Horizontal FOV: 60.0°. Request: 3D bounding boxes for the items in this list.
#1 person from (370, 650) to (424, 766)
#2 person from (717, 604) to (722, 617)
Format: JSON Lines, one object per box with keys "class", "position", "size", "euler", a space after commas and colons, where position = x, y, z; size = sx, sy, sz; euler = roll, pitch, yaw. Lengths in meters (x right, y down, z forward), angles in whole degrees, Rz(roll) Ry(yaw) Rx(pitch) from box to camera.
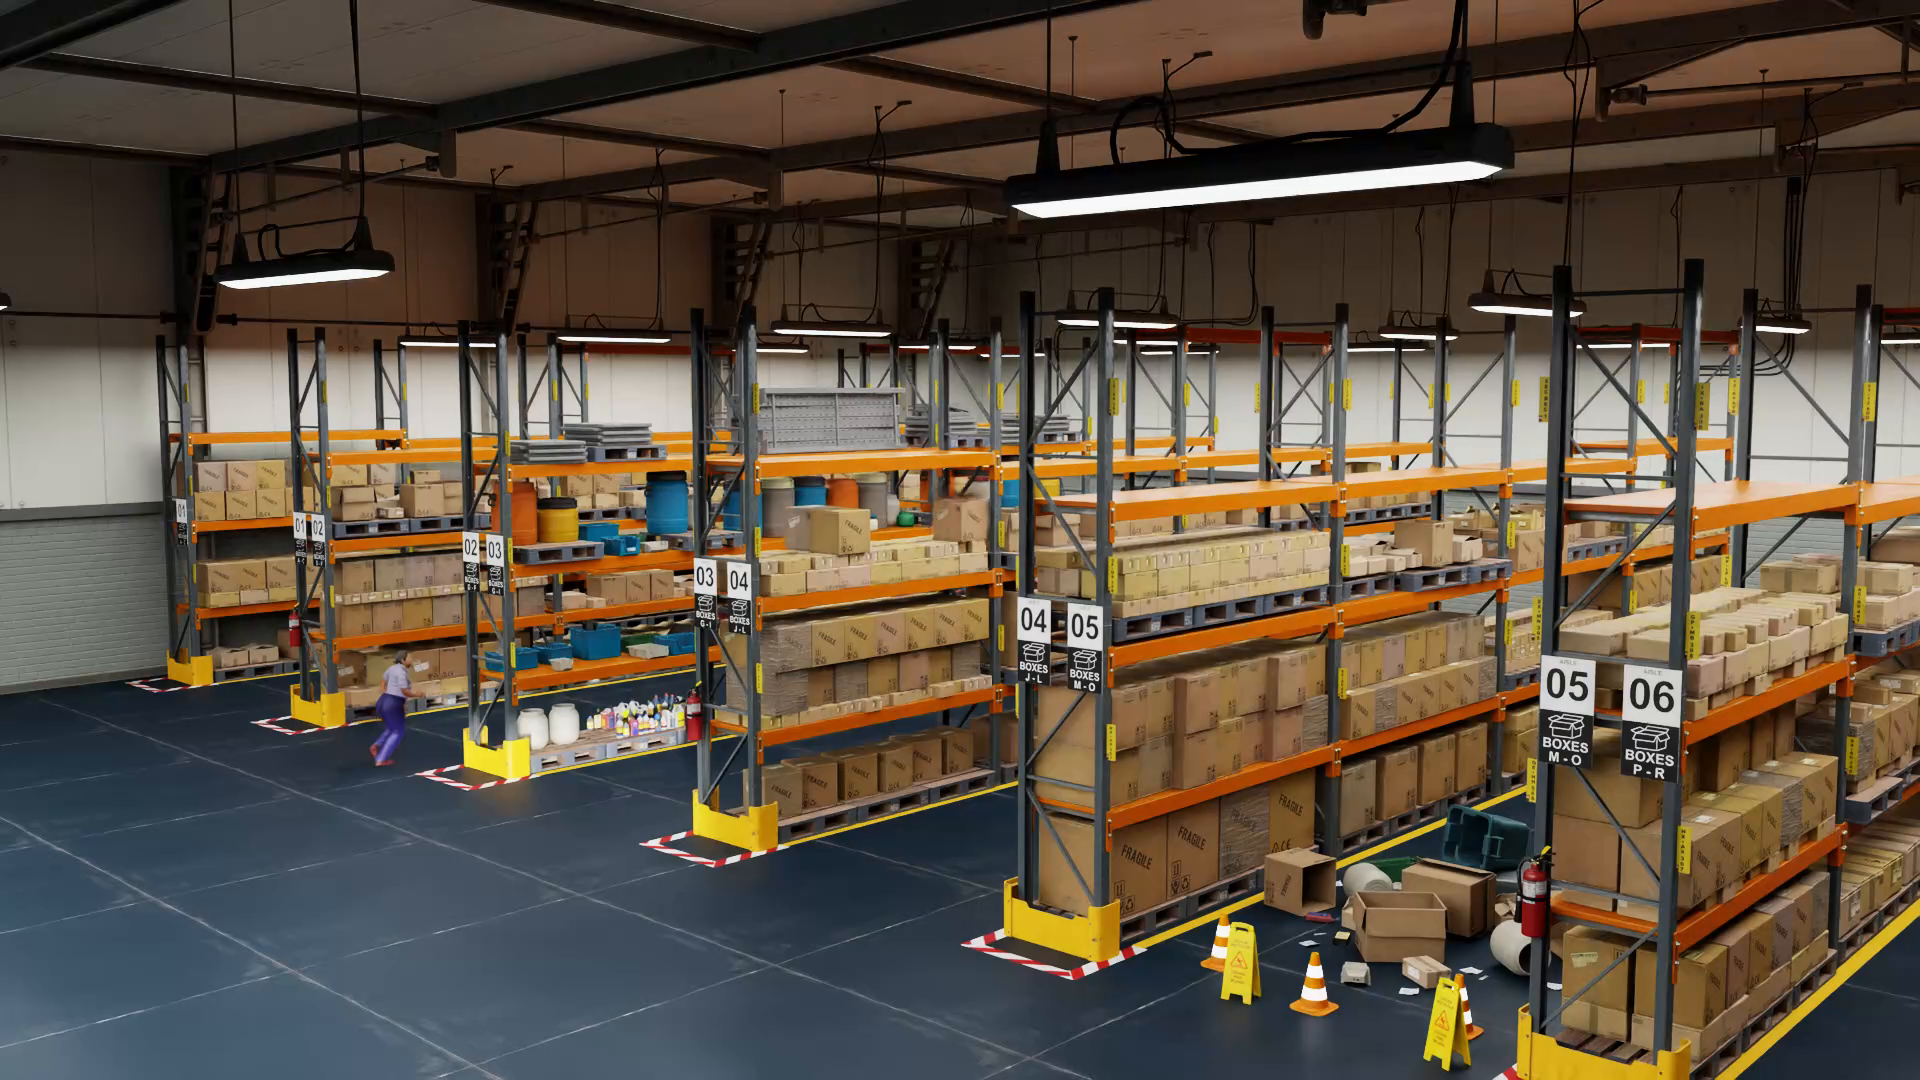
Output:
{"class": "person", "position": [-7.698, 2.272, 22.727], "size": [0.619, 1.544, 0.711], "euler": [5, 8, 45]}
{"class": "person", "position": [-4.925, 1.166, 33.297], "size": [1.077, 1.704, 0.548], "euler": [-5, 7, -44]}
